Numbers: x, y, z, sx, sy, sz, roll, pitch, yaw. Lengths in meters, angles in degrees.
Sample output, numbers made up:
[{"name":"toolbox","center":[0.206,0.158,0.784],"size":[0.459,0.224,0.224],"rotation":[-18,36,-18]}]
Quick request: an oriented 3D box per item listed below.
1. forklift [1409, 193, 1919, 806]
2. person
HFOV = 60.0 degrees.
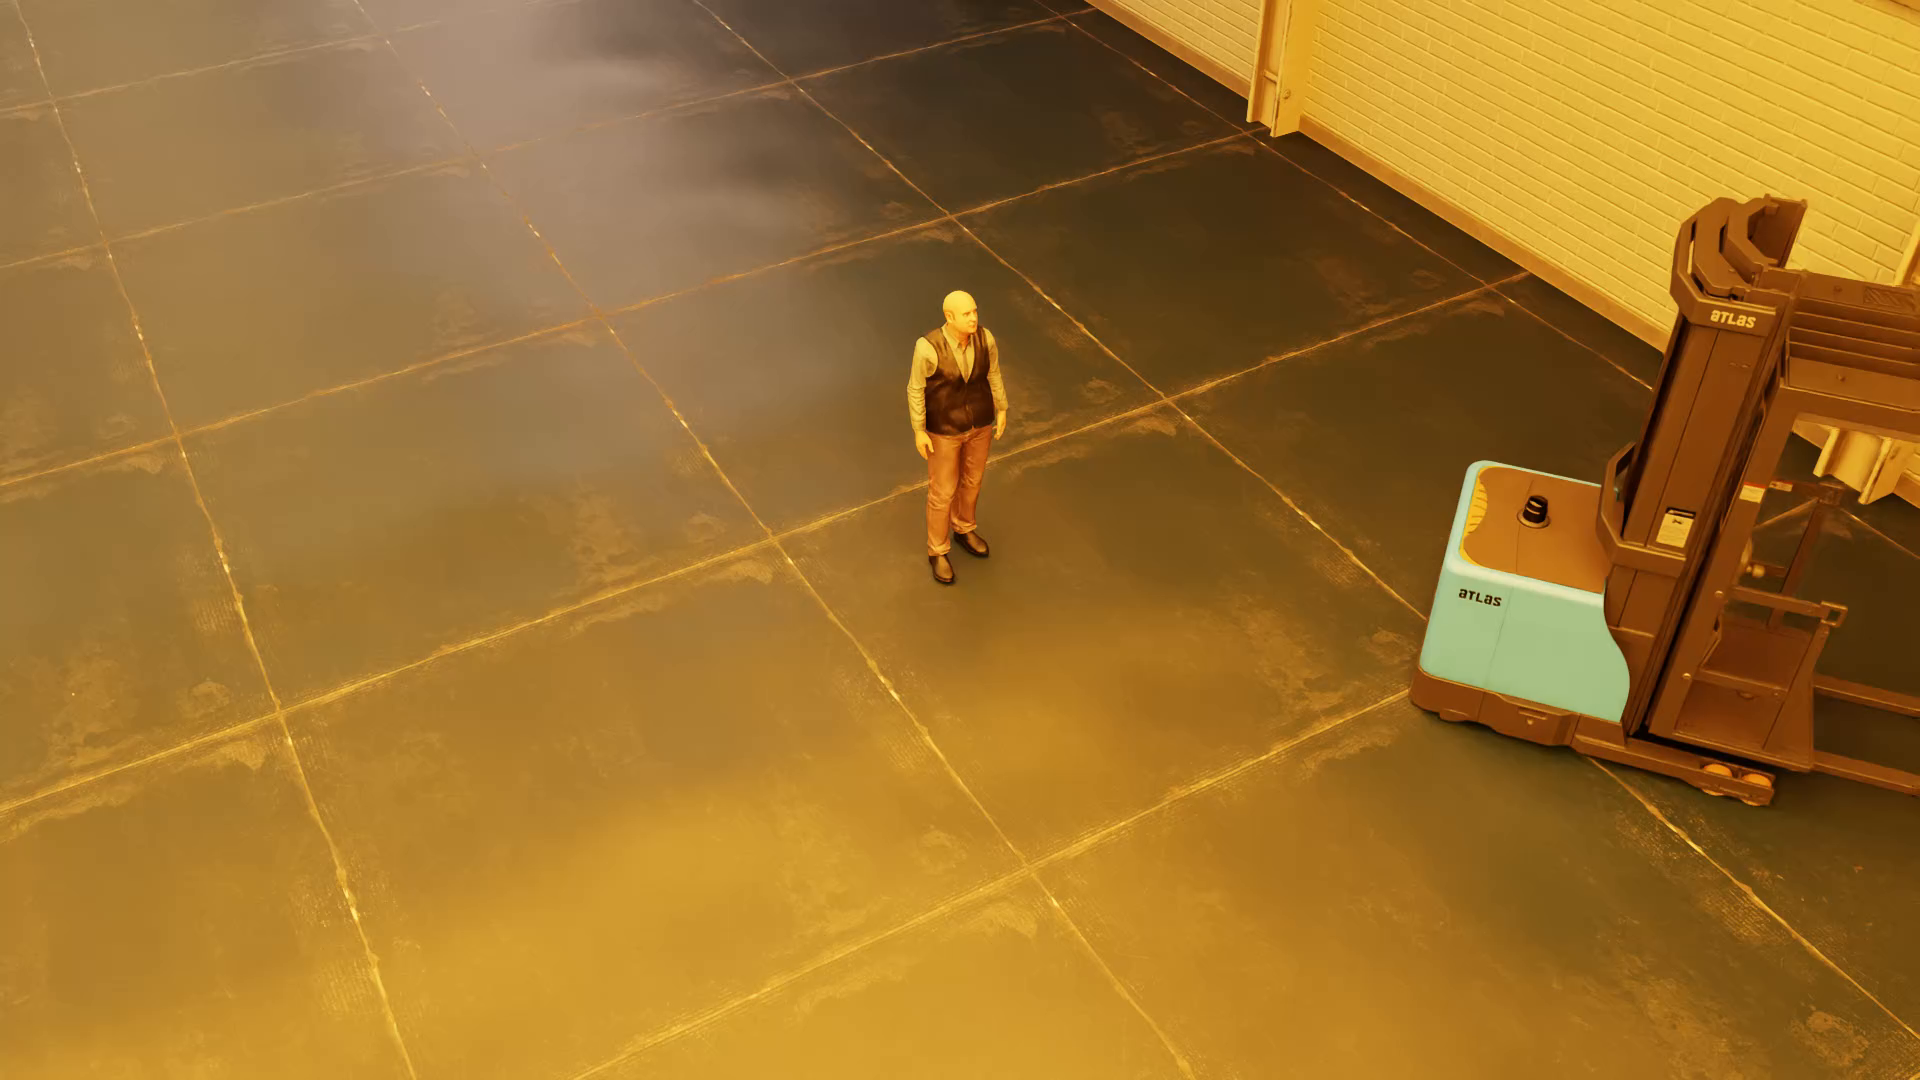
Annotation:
[{"name":"forklift","center":[4.053,-0.132,8.196],"size":[3.031,2.935,1.130],"rotation":[14,42,16]},{"name":"person","center":[0.025,-0.631,9.733],"size":[0.633,1.722,0.566],"rotation":[-20,44,-23]}]
